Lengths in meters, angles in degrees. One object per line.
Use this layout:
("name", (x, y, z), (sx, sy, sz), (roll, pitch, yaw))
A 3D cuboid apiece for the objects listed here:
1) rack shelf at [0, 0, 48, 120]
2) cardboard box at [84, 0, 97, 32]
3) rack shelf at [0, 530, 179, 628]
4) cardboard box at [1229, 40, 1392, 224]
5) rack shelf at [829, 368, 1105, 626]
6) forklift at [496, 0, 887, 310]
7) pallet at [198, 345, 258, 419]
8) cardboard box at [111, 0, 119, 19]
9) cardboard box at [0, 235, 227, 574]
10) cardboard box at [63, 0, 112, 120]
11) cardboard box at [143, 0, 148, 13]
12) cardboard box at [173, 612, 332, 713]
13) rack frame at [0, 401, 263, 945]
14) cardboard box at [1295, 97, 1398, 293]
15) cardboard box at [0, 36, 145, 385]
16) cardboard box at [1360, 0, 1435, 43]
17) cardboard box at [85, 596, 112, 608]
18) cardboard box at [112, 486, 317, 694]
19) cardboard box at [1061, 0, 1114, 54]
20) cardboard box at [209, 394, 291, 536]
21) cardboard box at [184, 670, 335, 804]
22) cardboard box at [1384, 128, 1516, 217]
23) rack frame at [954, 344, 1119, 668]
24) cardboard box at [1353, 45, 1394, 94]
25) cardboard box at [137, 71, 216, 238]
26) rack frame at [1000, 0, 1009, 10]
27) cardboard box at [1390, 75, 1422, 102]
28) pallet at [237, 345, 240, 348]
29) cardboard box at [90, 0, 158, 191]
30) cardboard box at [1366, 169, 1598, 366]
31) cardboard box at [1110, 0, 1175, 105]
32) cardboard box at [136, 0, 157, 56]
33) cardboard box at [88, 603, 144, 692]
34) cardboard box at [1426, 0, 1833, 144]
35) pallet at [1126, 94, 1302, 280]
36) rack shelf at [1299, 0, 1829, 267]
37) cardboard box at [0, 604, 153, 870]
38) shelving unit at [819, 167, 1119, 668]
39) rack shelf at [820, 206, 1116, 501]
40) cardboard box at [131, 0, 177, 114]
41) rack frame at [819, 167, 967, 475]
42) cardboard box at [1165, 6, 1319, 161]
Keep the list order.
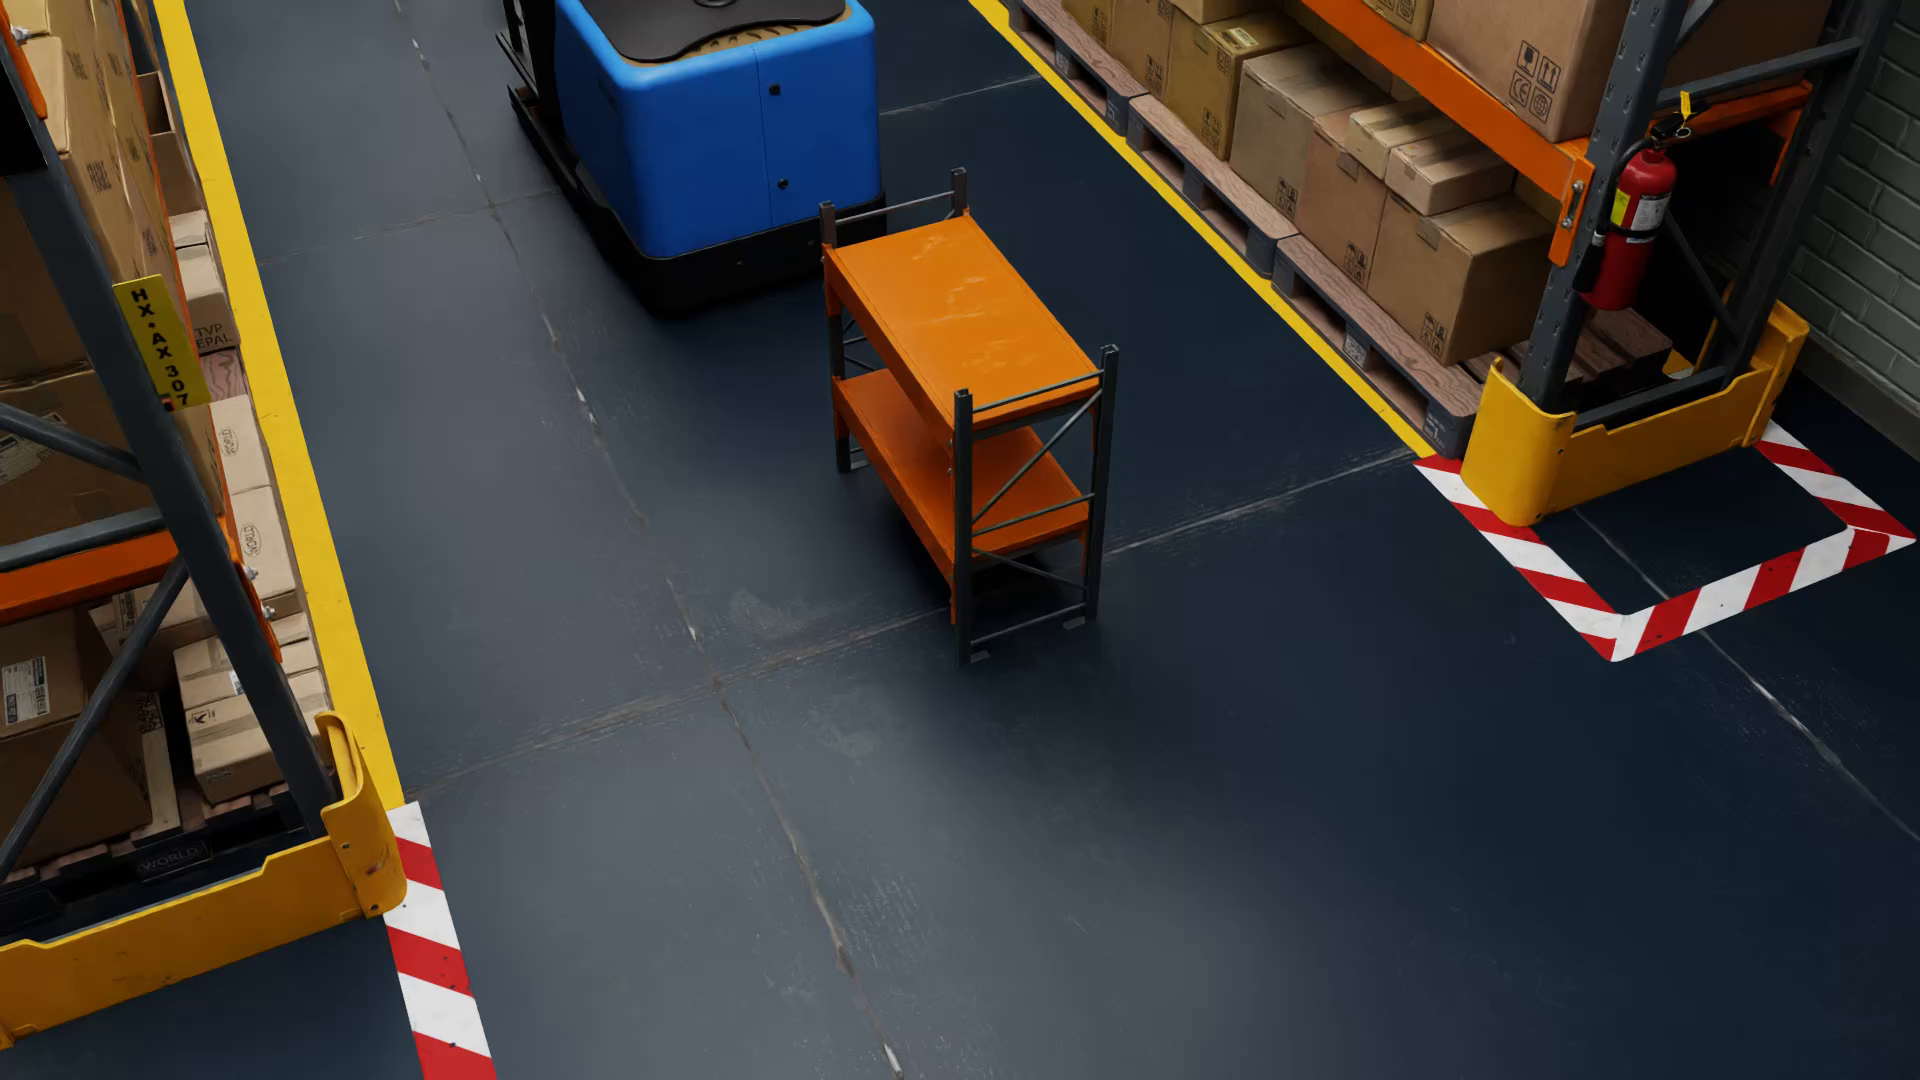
("rack shelf", (-2.964, -2.015, 4.033), (1.077, 0.370, 4.000), (-18, 47, -17))
("cardboard box", (-2.718, -1.655, 4.509), (0.500, 0.500, 0.500), (-18, 48, -18))
("rack shelf", (-2.964, -1.017, 5.018), (0.919, 0.124, 3.809), (-18, 47, -17))
("cardboard box", (1.562, -1.709, 6.827), (0.700, 0.500, 0.500), (-19, 48, -19))
("rack shelf", (0.003, -0.222, 5.522), (0.538, 0.278, 1.000), (-18, 47, -17))
("forklift", (-1.426, -2.989, 6.692), (1.130, 2.935, 3.031), (-20, 48, -19))
("pallet", (-3.000, -0.269, 5.872), (1.003, 0.211, 1.213), (-18, 47, -17))
("cardboard box", (-3.144, -1.942, 5.512), (0.500, 0.500, 0.500), (-17, 47, -16))
("cardboard box", (-2.071, -0.325, 3.872), (0.500, 0.500, 0.500), (-17, 47, -17))
("cardboard box", (-2.503, -1.332, 4.181), (0.500, 0.500, 0.500), (-17, 47, -17))
("cardboard box", (-4.225, -2.782, 7.900), (0.500, 0.500, 0.500), (-17, 47, -17))
("cardboard box", (-2.093, 0.396, 4.917), (0.380, 0.166, 0.250), (-18, 47, -17))
("rack frame", (-2.120, 0.070, 3.543), (0.949, 2.616, 0.053), (-18, 47, -17))
("cardboard box", (1.774, -1.389, 6.503), (0.700, 0.500, 0.500), (-18, 47, -18))
("cardboard box", (-2.071, -0.681, 3.521), (0.500, 0.500, 0.500), (-17, 47, -16))
("cardboard box", (1.830, -2.283, 5.715), (0.980, 0.700, 0.700), (-18, 48, -18))
("cardboard box", (-2.948, 0.005, 5.253), (0.500, 0.250, 0.500), (-18, 47, -17))
("cardboard box", (-2.305, 0.145, 5.112), (0.500, 0.250, 0.500), (-18, 47, -17))
("cardboard box", (0.909, -2.696, 7.827), (0.700, 0.500, 0.500), (-17, 47, -17))
("cardboard box", (-2.515, -0.174, 5.435), (0.500, 0.250, 0.500), (-18, 47, -17))
("cardboard box", (-1.988, 0.561, 4.762), (0.380, 0.149, 0.250), (-18, 47, -17))
("cardboard box", (1.765, -1.329, 5.980), (0.380, 0.149, 0.250), (-19, 48, -18))
("rack frame", (0.217, -0.072, 5.022), (0.500, 1.125, 0.032), (-18, 47, -17))
("cardboard box", (1.792, -1.925, 6.584), (0.380, 0.149, 0.250), (-17, 47, -17))
("cardboard box", (-3.308, -1.465, 6.566), (0.500, 0.500, 0.500), (-18, 47, -17))
("rack frame", (0.688, -3.943, 7.610), (1.000, 3.000, 0.127), (-18, 47, -17))
("cardboard box", (1.900, -1.763, 6.420), (0.380, 0.149, 0.250), (-18, 47, -17))
("pallet", (-3.517, -1.047, 6.661), (1.003, 0.211, 1.213), (-18, 47, -17))
("cardboard box", (-2.710, -1.292, 4.852), (0.500, 0.500, 0.500), (-17, 47, -17))
("cardboard box", (1.985, -1.070, 6.180), (0.700, 0.500, 0.500), (-18, 47, -17))
("cardboard box", (1.117, -2.375, 7.502), (0.700, 0.500, 0.500), (-18, 48, -18))
("cardboard box", (-4.022, -2.461, 7.575), (0.500, 0.500, 0.500), (-17, 47, -17))
("cardboard box", (-2.664, 0.365, 4.949), (0.380, 0.166, 0.250), (-18, 47, -17))
("cardboard box", (2.146, -1.823, 5.248), (0.980, 0.700, 0.700), (-16, 47, -16))
("pallet", (1.453, -1.664, 7.286), (1.003, 0.211, 1.213), (-18, 47, -17))
("rack shelf", (1.529, -2.412, 6.571), (1.077, 0.370, 4.000), (-18, 47, -17))
("cardboard box", (-2.575, 0.531, 4.543), (0.500, 0.500, 0.500), (-18, 47, -17))
("shelving unit", (0.003, -0.396, 5.351), (0.538, 1.125, 1.048), (-18, 47, -17))
("rack shelf", (0.003, -0.604, 5.145), (0.538, 0.278, 1.000), (-18, 47, -17))
("cardboard box", (-3.788, -2.125, 7.234), (0.500, 0.500, 0.500), (-20, 48, -19))
("rack frame", (-0.211, -0.720, 5.679), (0.500, 1.125, 0.032), (-18, 47, -17))
("cardboard box", (1.331, -2.047, 7.170), (0.700, 0.500, 0.500), (-17, 47, -16))
